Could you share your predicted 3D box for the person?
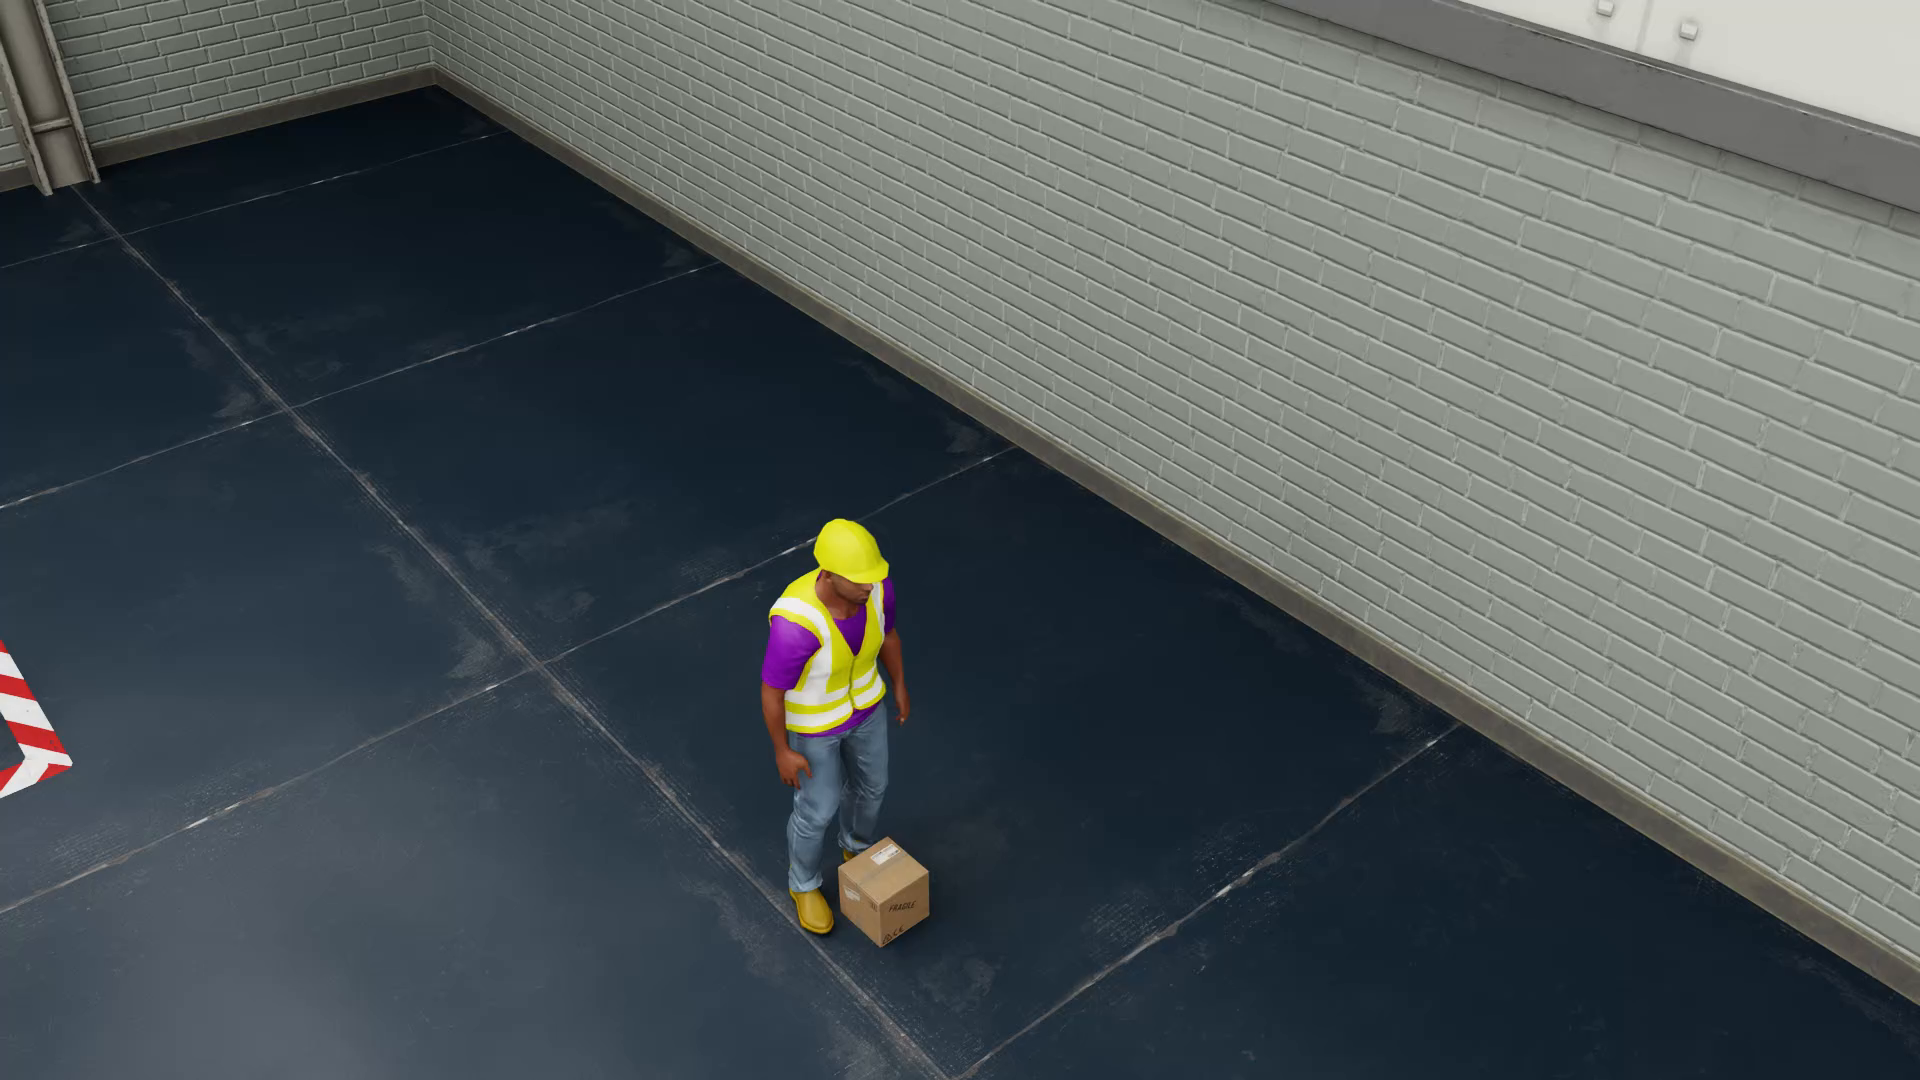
[{"bbox_3d":[-0.441,0.650,6.159,0.635,1.761,0.455,-29,45,-34],"label":"person"}]
